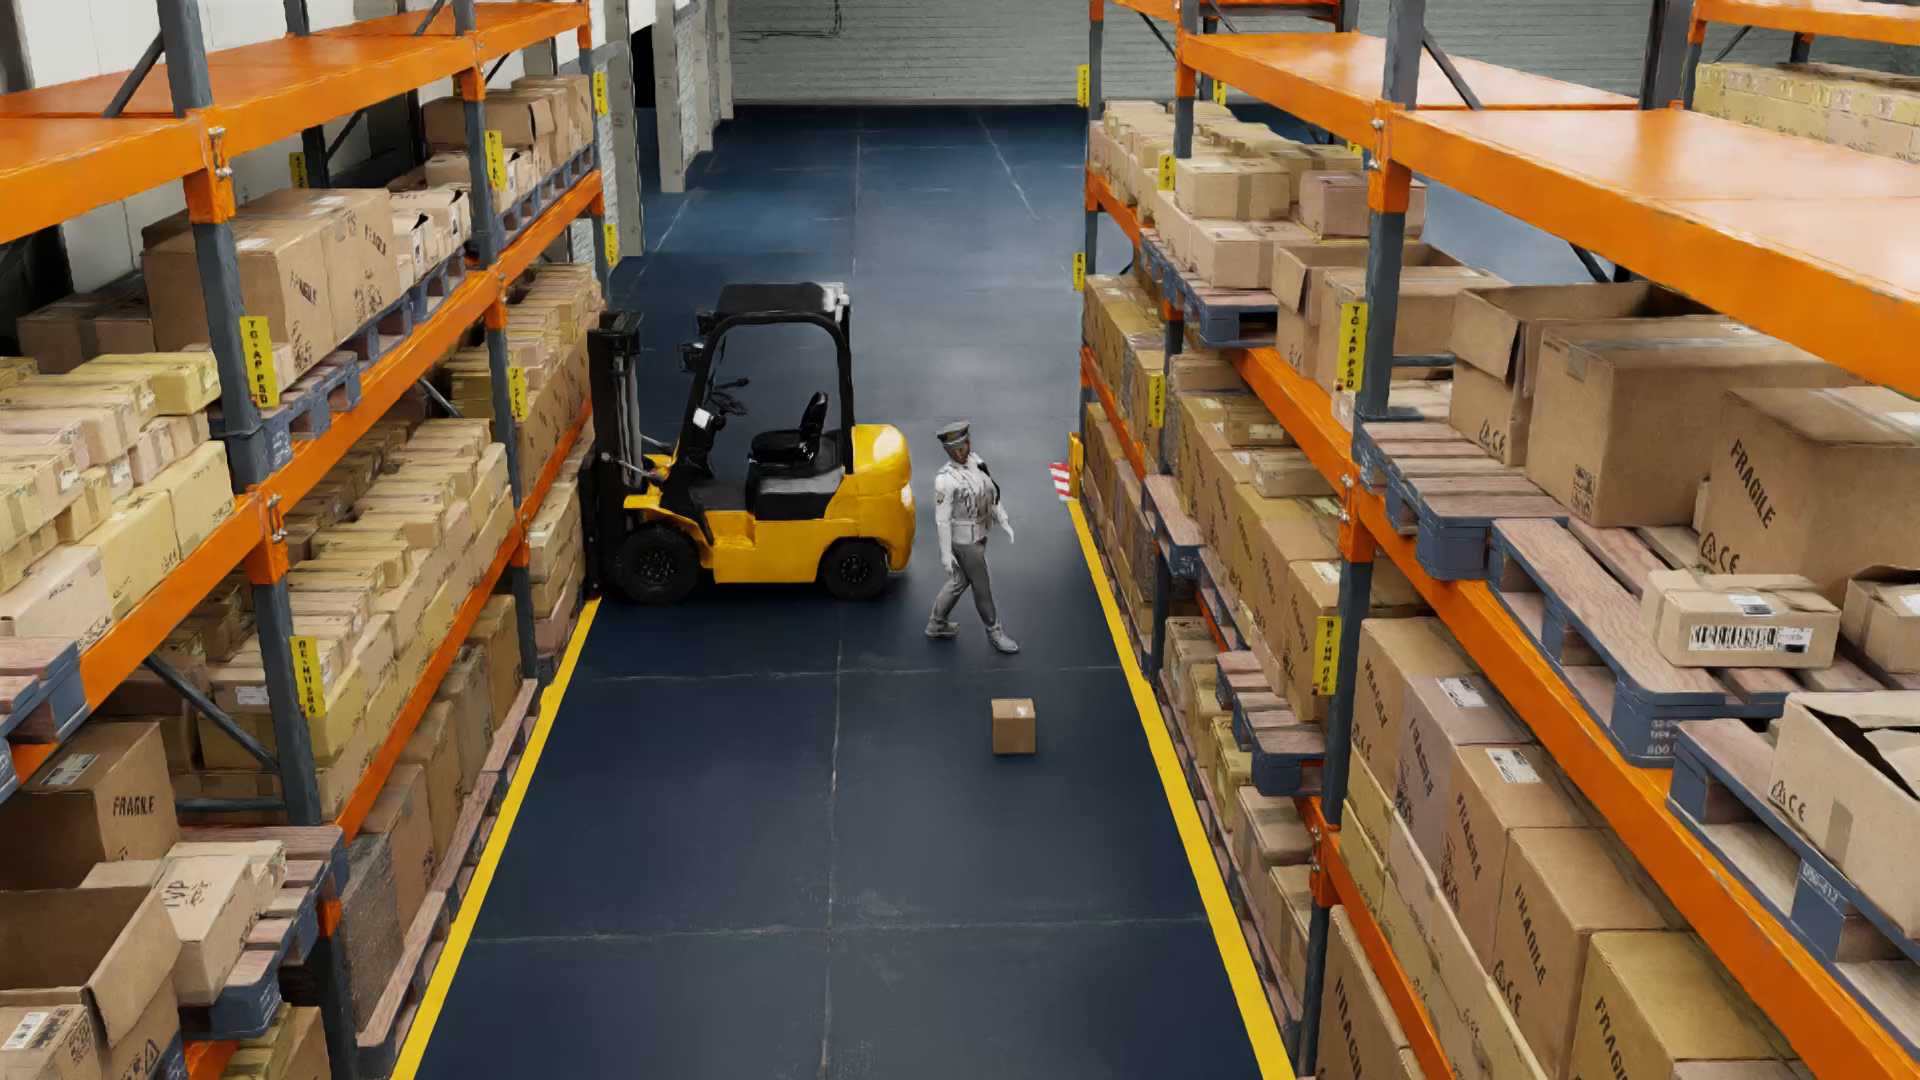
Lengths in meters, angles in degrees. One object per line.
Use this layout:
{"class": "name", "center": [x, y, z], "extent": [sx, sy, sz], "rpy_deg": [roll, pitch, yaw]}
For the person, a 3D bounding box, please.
{"class": "person", "center": [0.063, -0.020, 11.158], "extent": [0.671, 1.639, 0.516], "rpy_deg": [7, 22, 19]}
